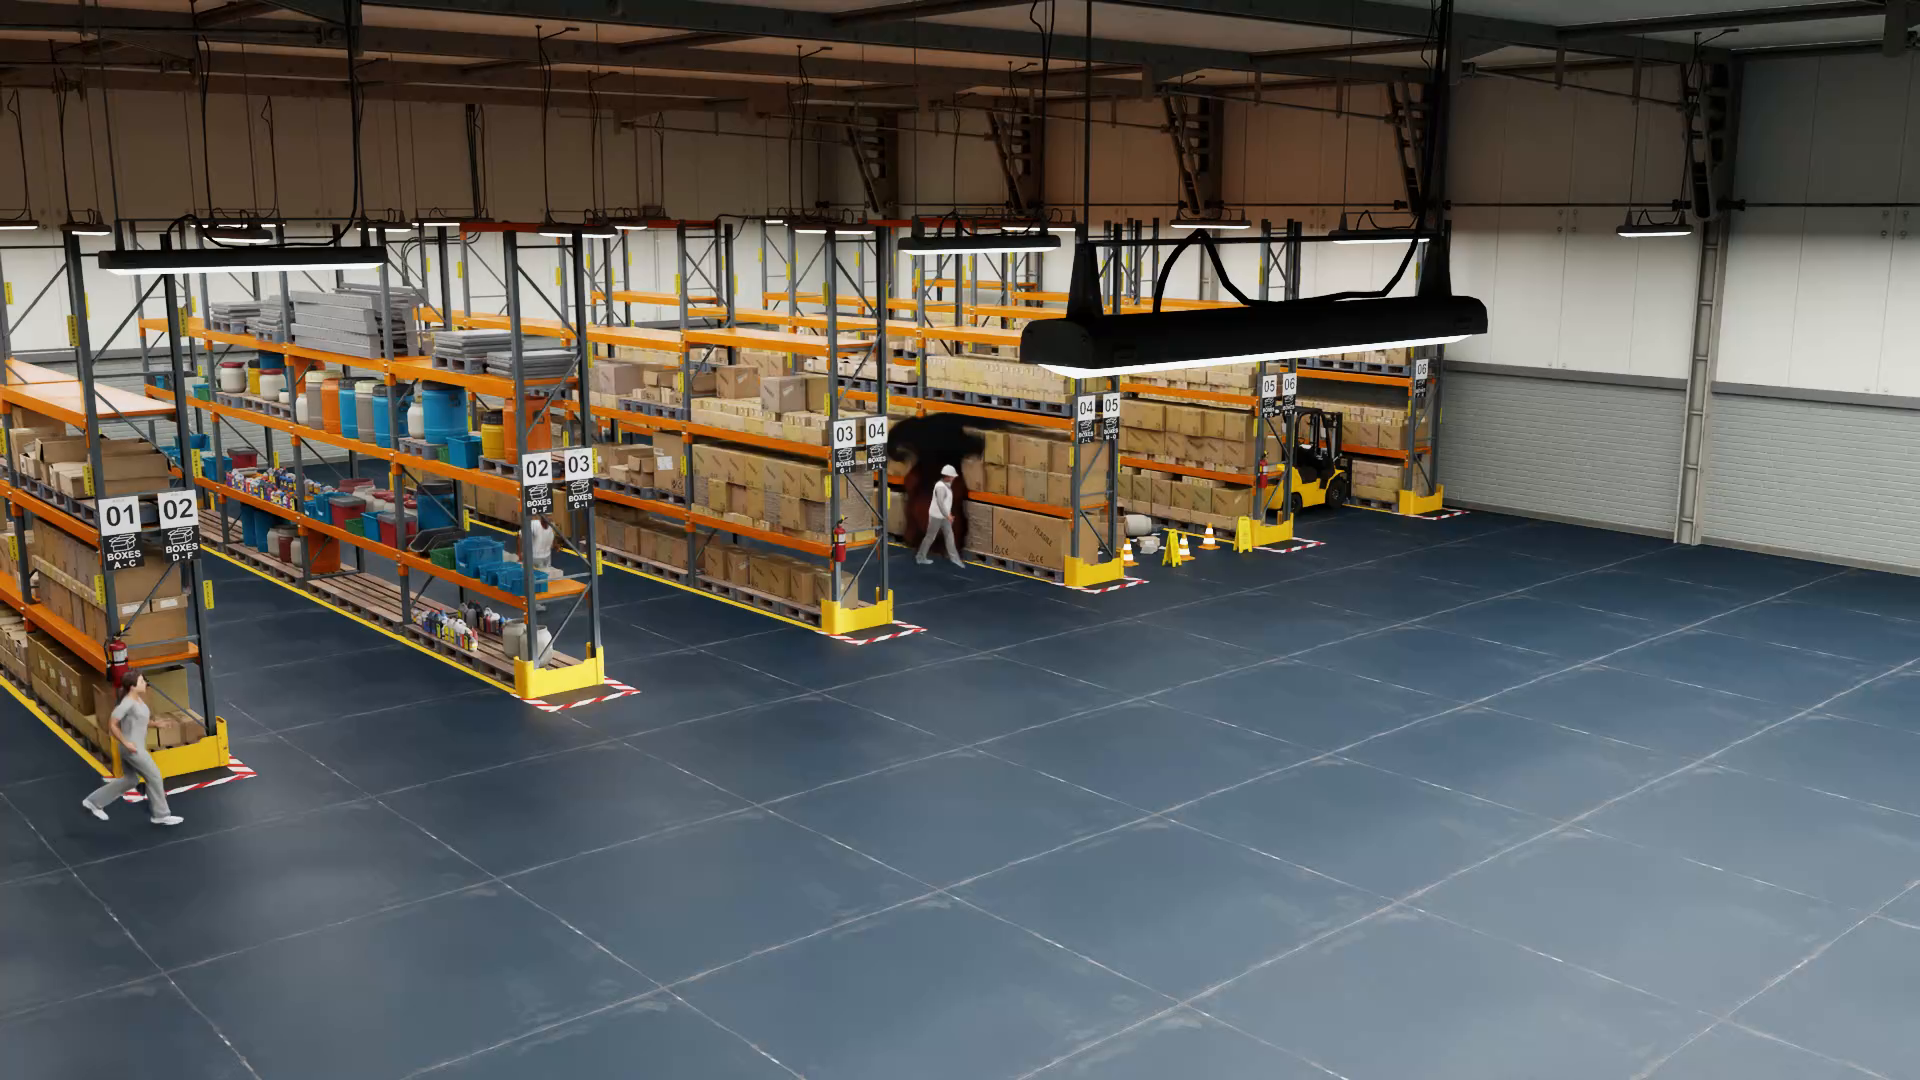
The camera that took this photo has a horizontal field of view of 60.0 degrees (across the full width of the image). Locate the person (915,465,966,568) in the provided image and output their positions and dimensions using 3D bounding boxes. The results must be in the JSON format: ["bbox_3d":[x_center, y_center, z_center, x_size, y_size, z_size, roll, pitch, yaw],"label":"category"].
[{"bbox_3d":[-0.353,-0.377,28.057,0.809,1.816,0.617,3,12,14],"label":"person"}]

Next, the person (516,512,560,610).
[{"bbox_3d":[-6.663,0.267,26.294,0.708,1.685,0.686,6,13,29],"label":"person"}]

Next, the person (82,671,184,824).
[{"bbox_3d":[-8.535,2.158,17.025,0.934,1.664,0.545,-4,12,-20],"label":"person"}]

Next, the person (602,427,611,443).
[{"bbox_3d":[-8.894,-2.949,41.974,0.670,1.841,0.860,2,12,12],"label":"person"}]

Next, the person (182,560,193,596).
[{"bbox_3d":[-12.971,0.037,27.534,0.570,1.699,0.899,-8,14,-35],"label":"person"}]
